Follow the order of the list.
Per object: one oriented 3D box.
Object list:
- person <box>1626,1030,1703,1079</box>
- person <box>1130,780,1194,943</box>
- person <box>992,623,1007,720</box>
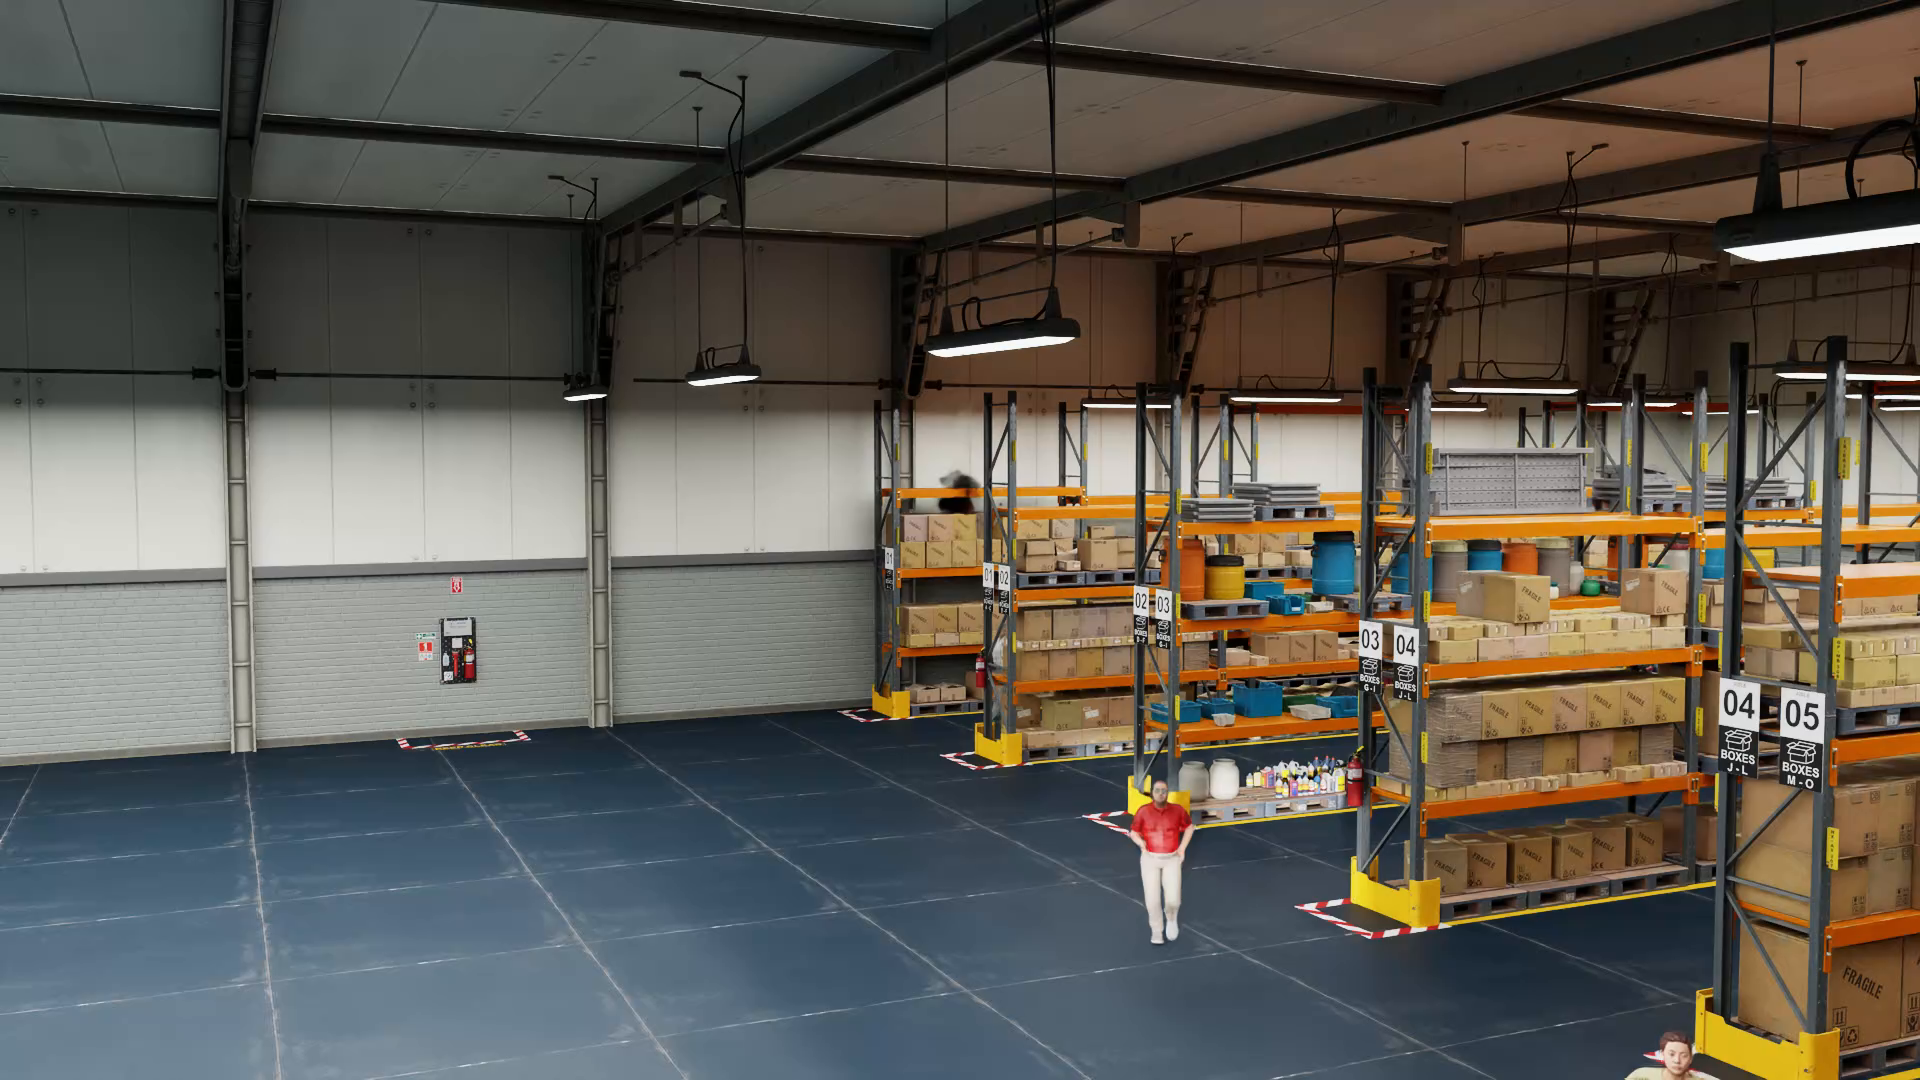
[{"bbox_3d":[4.234,3.753,9.888,0.562,1.729,0.762,1,3,17],"label":"person"},{"bbox_3d":[2.067,3.320,17.067,0.649,1.680,0.599,1,3,9],"label":"person"},{"bbox_3d":[0.757,2.324,29.520,0.874,1.732,0.645,-3,4,-41],"label":"person"}]
